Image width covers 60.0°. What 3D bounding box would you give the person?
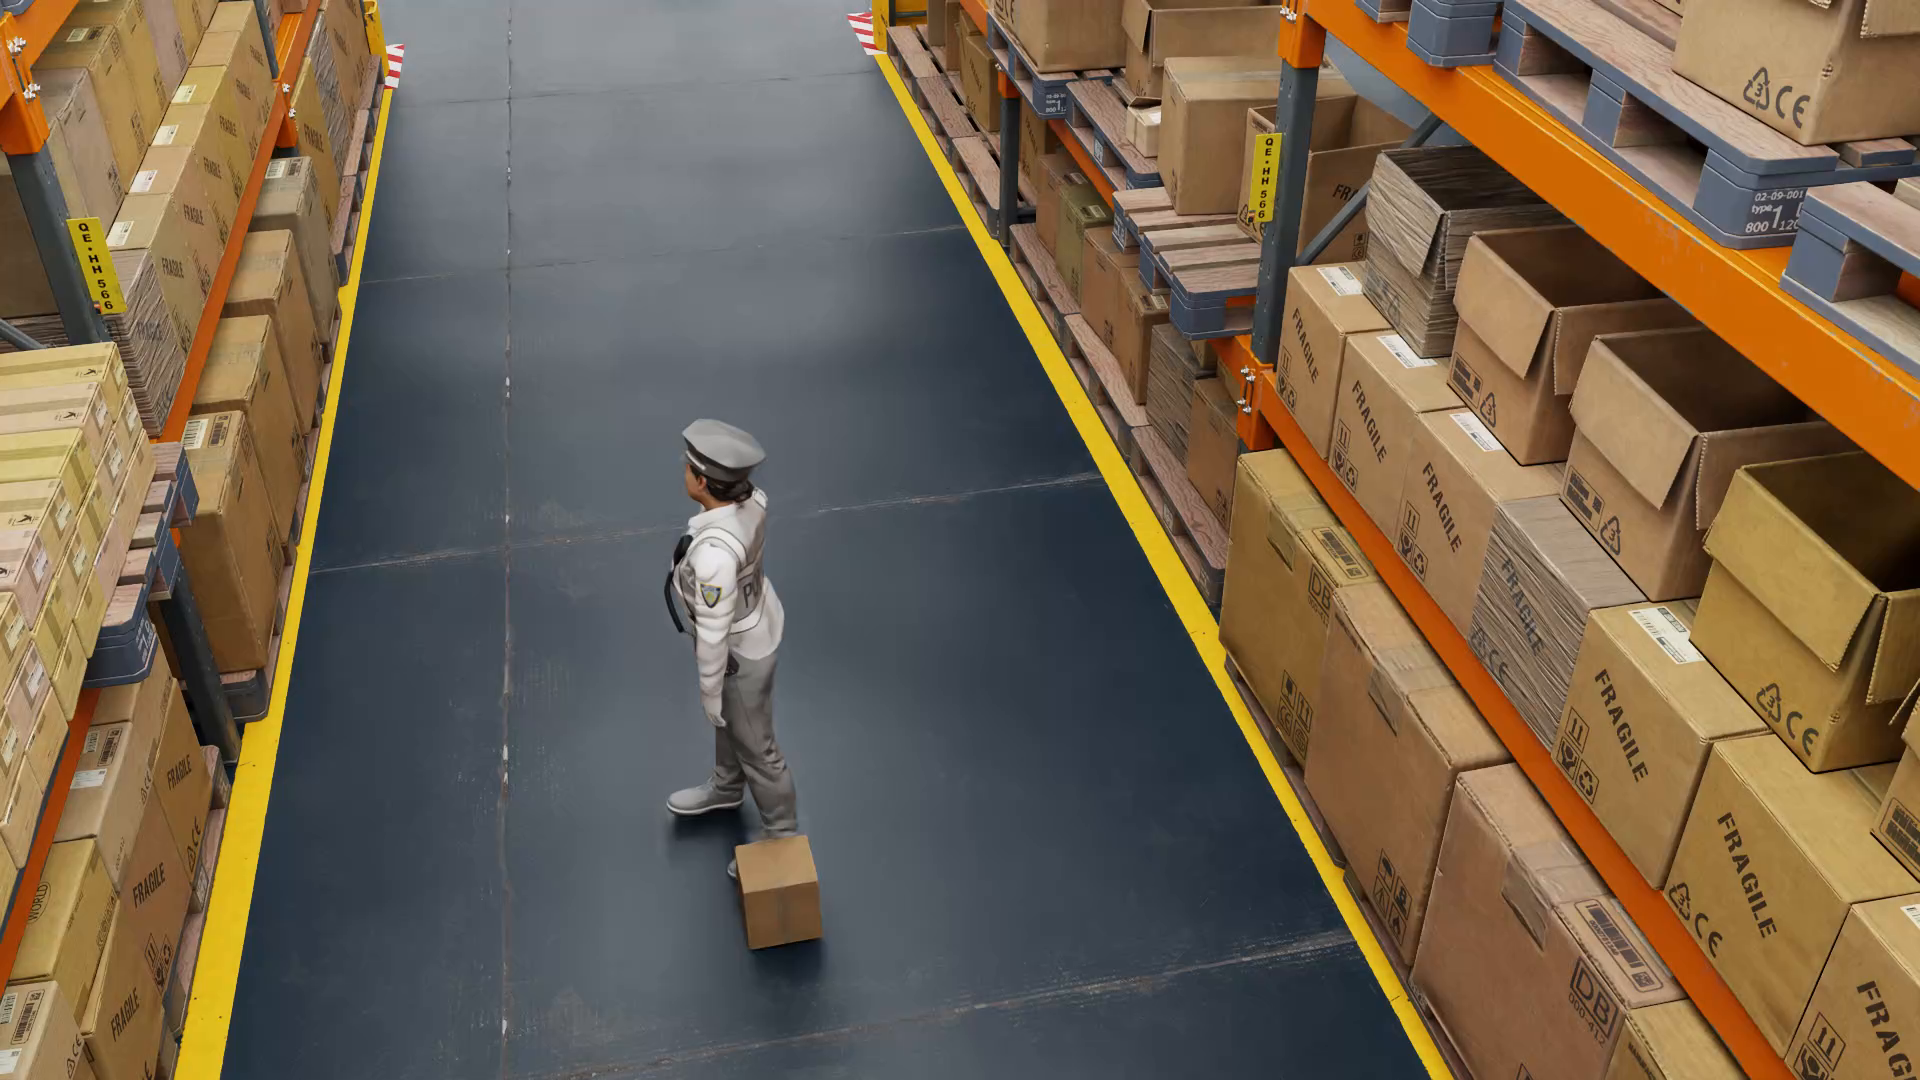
[{"bbox_3d":[-0.817,0.361,5.565,0.513,1.682,0.554,1,35,2],"label":"person"}]
